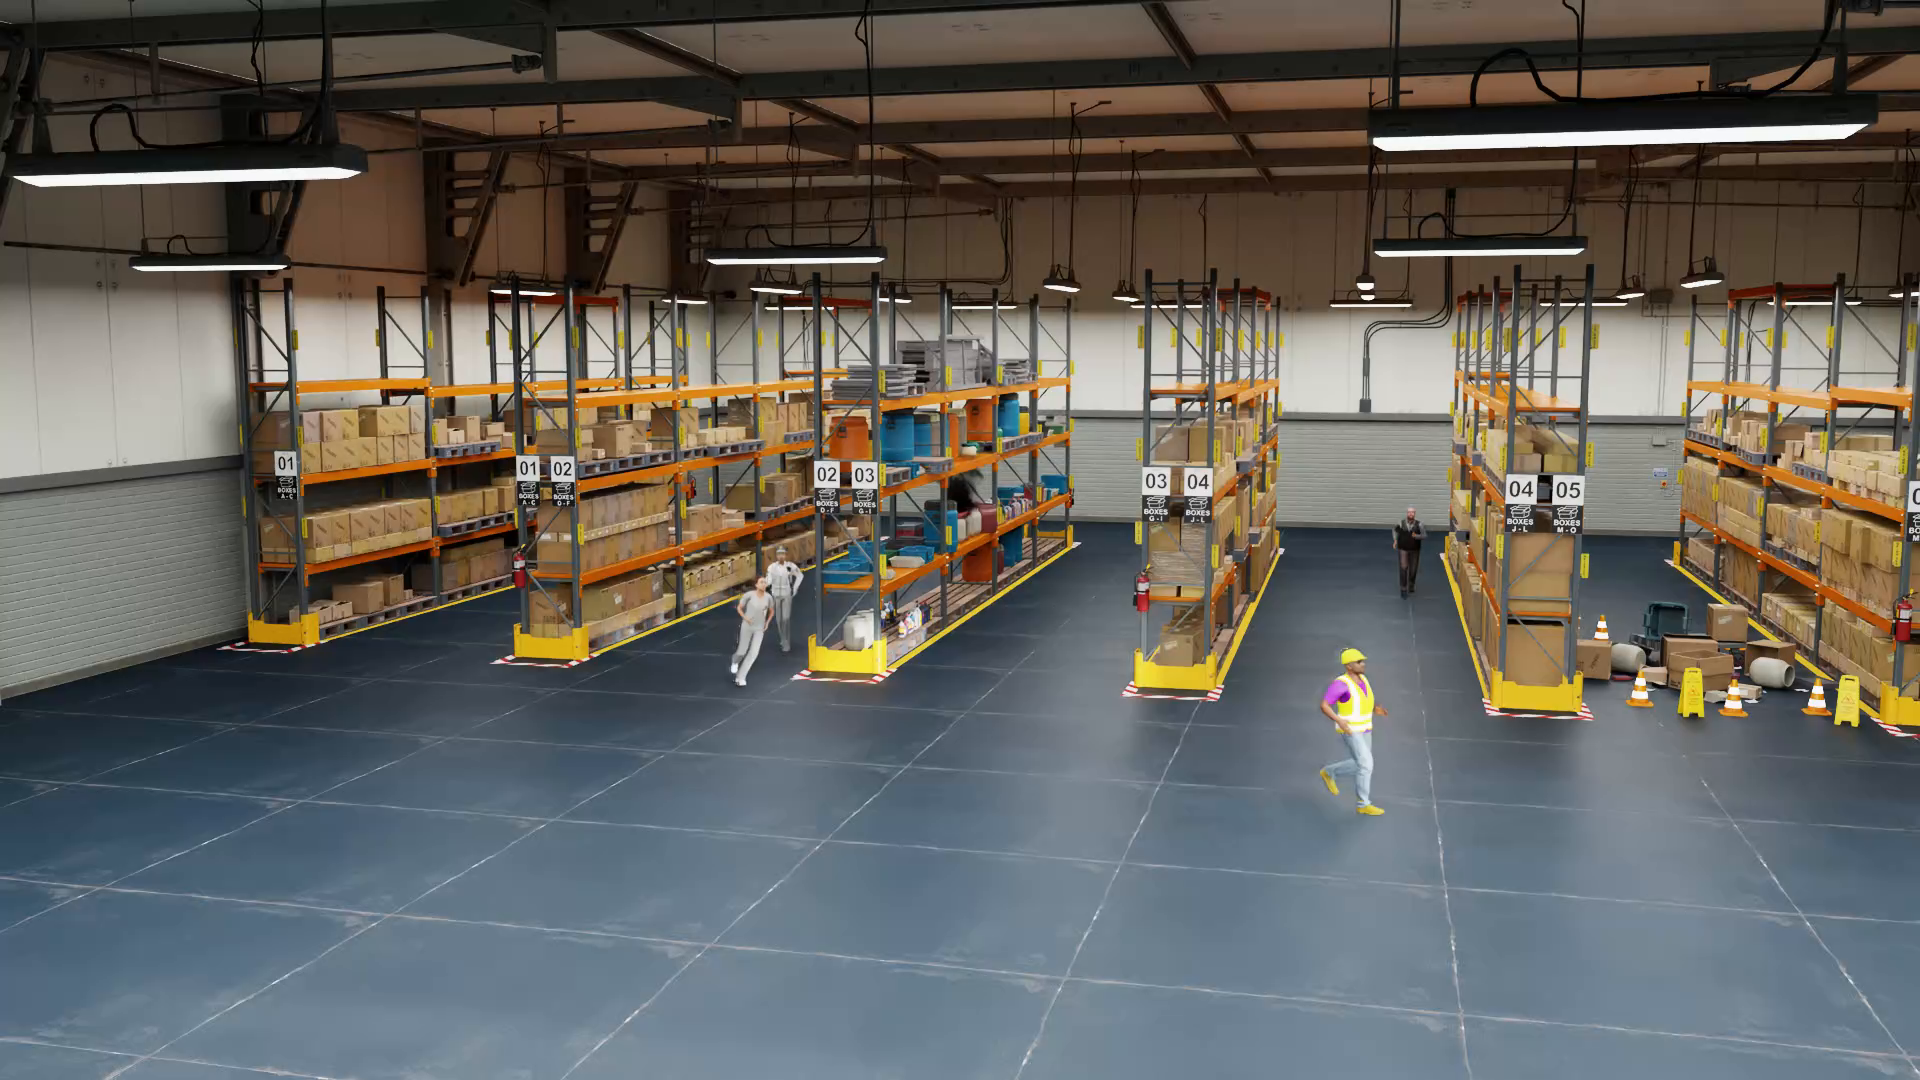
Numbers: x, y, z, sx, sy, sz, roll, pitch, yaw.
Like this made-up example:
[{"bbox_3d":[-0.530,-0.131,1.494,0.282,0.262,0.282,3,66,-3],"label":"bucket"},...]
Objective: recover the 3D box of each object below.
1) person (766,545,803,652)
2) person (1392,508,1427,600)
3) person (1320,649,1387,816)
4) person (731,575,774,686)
[{"bbox_3d":[-2.871,0.944,26.922,0.592,1.734,0.672,1,7,7],"label":"person"},{"bbox_3d":[8.782,0.238,32.511,0.643,1.752,0.883,1,7,11],"label":"person"},{"bbox_3d":[4.179,2.023,17.736,0.846,1.739,0.714,7,10,44],"label":"person"},{"bbox_3d":[-3.035,1.300,24.485,0.626,1.573,0.750,-2,7,-19],"label":"person"}]
